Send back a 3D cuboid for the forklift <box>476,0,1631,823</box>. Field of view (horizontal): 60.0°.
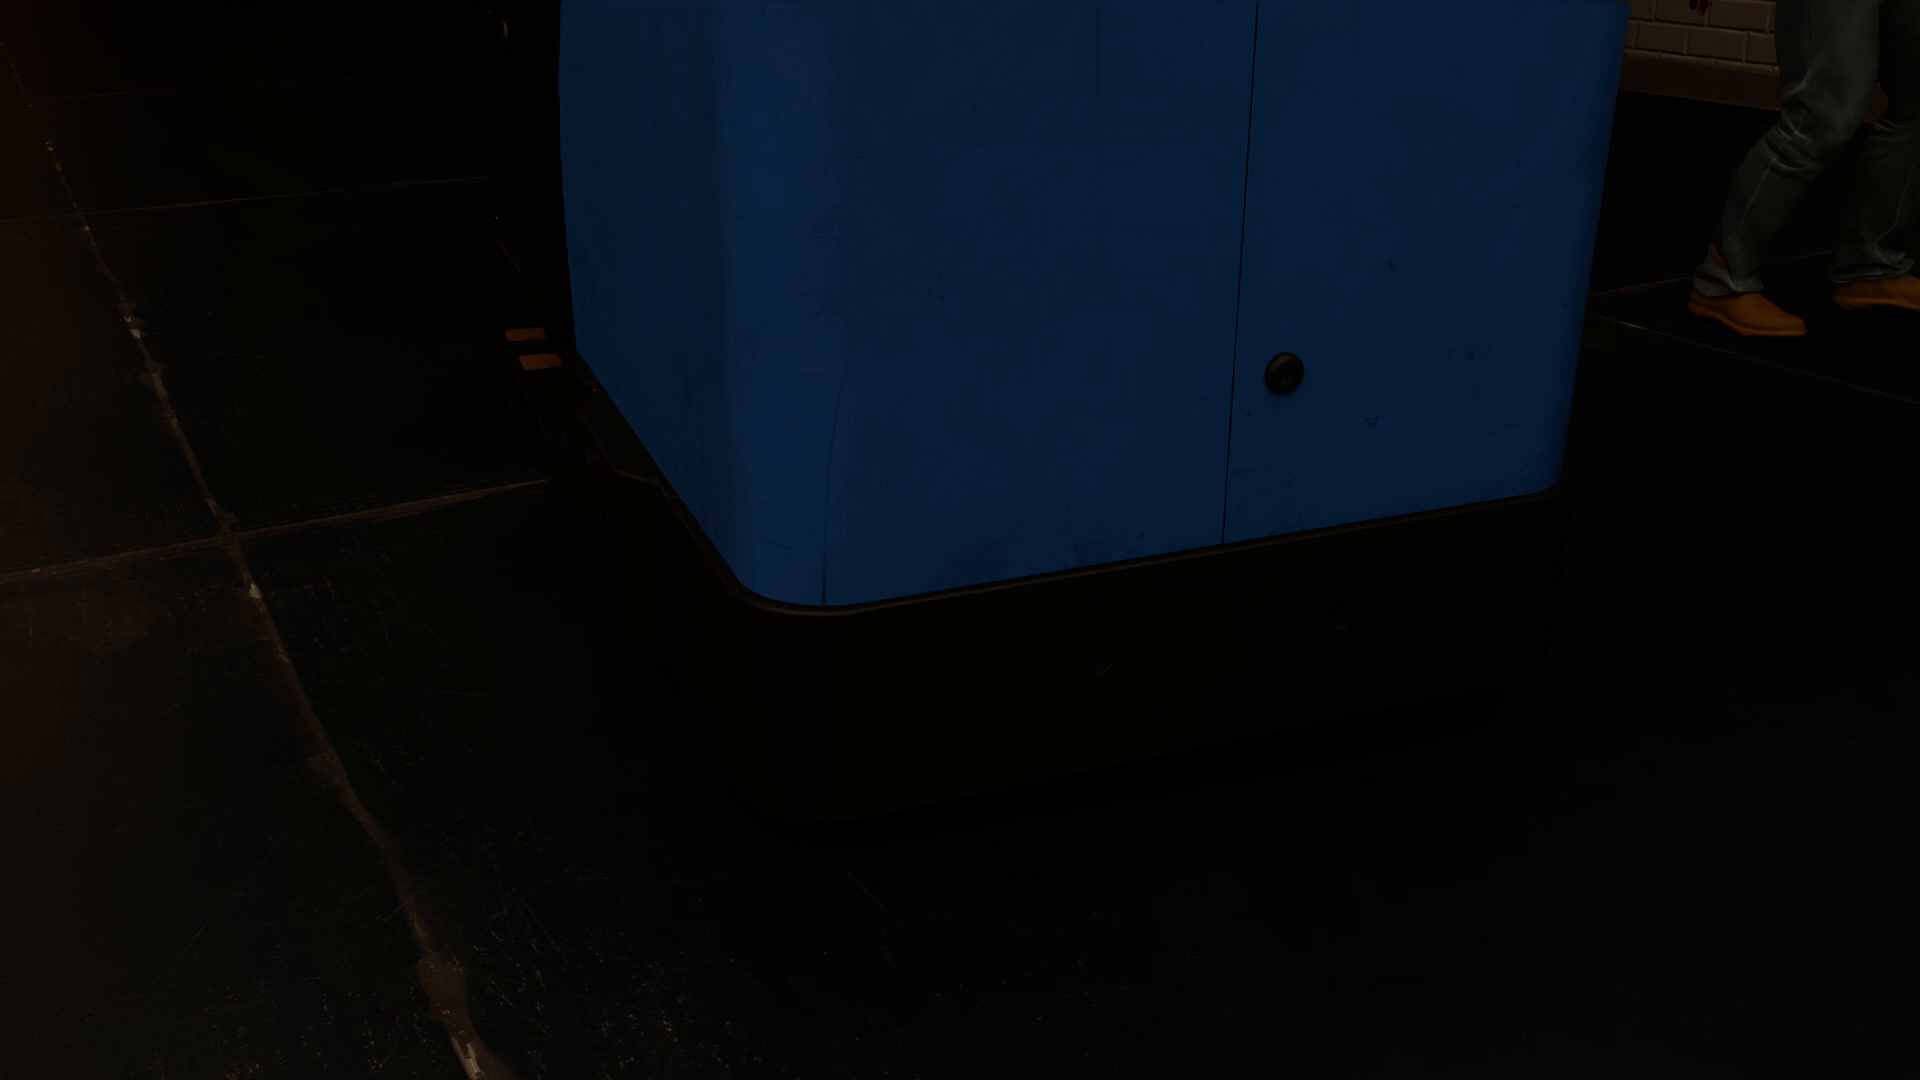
[{"bbox_3d":[-0.278,-1.590,2.649,1.130,2.935,3.031,-9,24,-20],"label":"forklift"}]

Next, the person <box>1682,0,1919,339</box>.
[{"bbox_3d":[1.948,-1.295,3.515,0.874,1.731,0.455,-14,26,-30],"label":"person"}]
